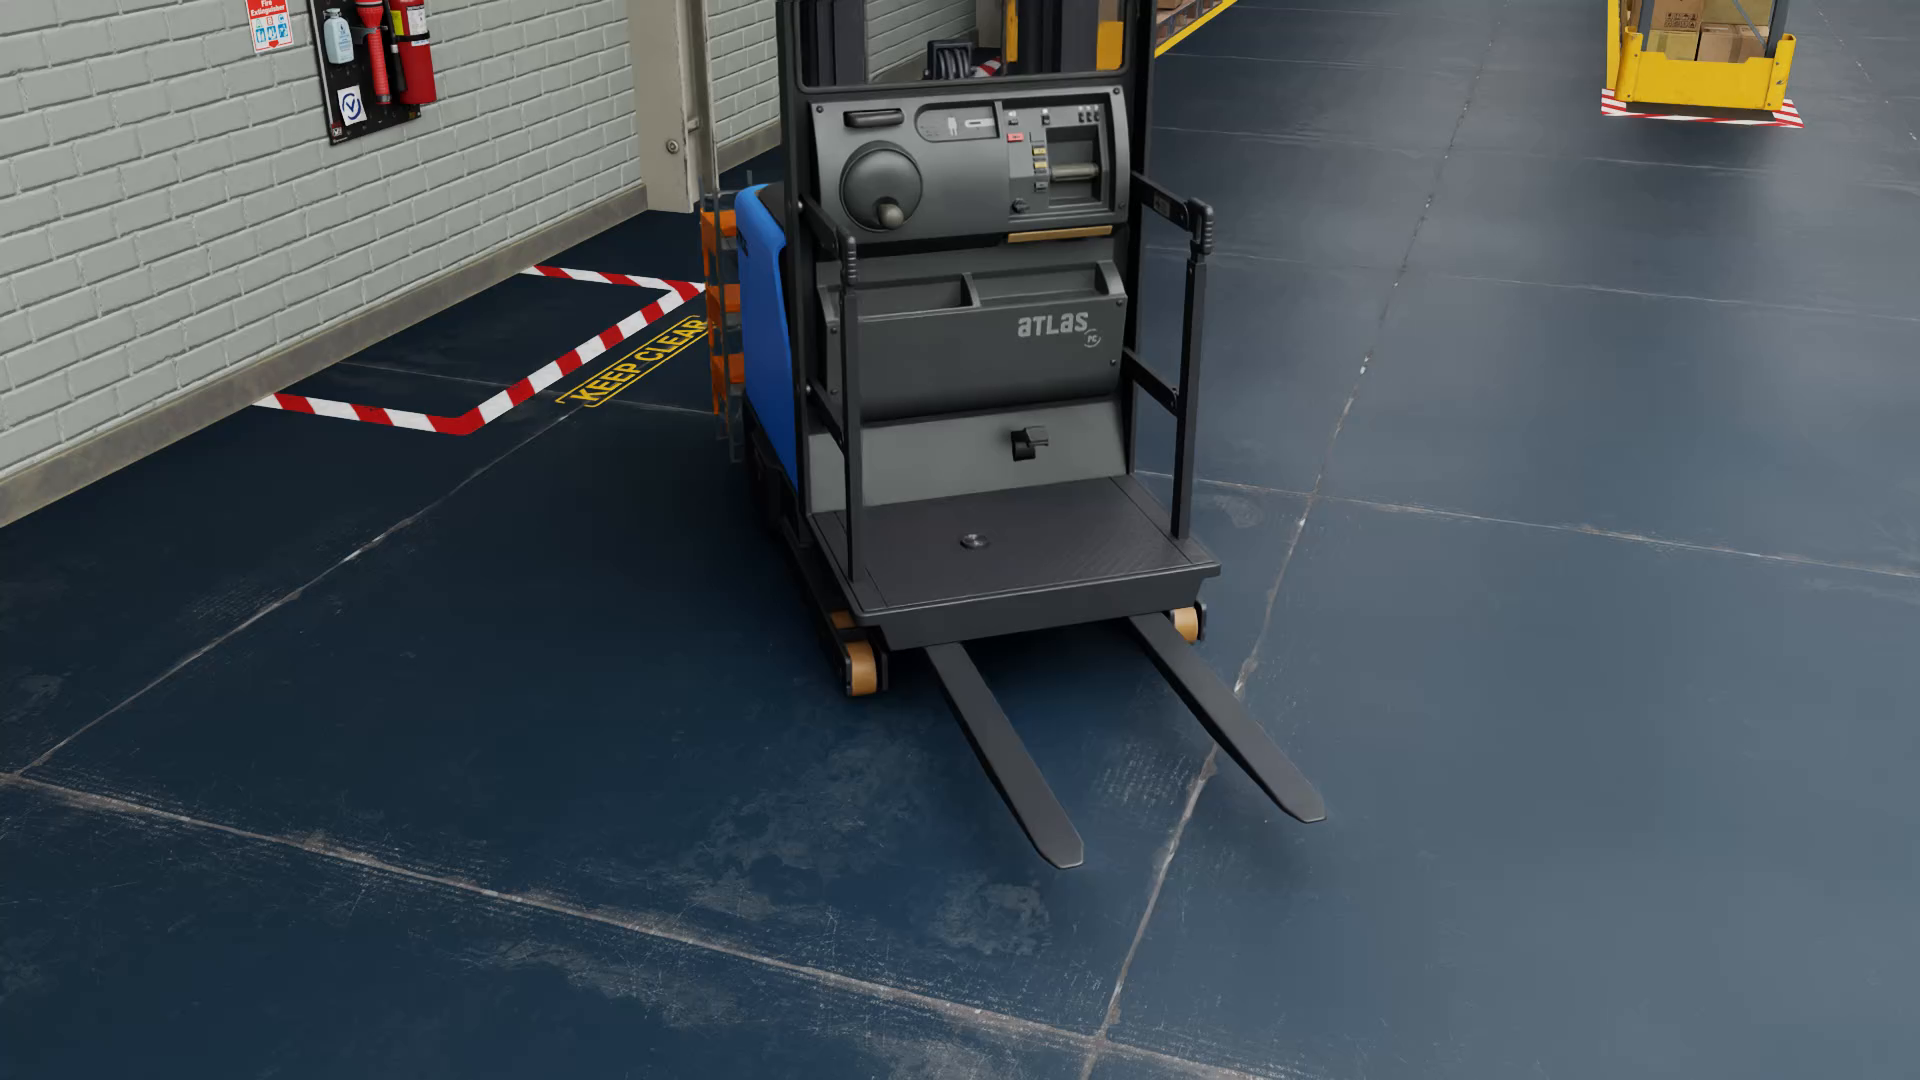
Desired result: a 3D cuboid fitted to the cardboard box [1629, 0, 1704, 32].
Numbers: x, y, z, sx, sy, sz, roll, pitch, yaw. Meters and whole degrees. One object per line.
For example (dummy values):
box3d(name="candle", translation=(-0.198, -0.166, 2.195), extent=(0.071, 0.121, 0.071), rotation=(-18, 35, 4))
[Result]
box3d(name="cardboard box", translation=(5.496, -4.243, 12.885), extent=(0.500, 0.500, 0.500), rotation=(9, 27, 17))

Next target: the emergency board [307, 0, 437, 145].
box3d(name="emergency board", translation=(-2.512, -2.345, 7.152), extent=(0.194, 1.169, 0.643), rotation=(9, 27, 17))

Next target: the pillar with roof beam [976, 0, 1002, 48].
box3d(name="pillar with roof beam", translation=(4.403, -7.897, 11.733), extent=(9.100, 9.000, 0.400), rotation=(9, 27, 17))

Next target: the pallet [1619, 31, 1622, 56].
box3d(name="pallet", translation=(6.221, -4.256, 14.298), extent=(1.003, 0.211, 1.213), rotation=(9, 27, 17))

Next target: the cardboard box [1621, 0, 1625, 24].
box3d(name="cardboard box", translation=(6.147, -4.730, 14.751), extent=(0.500, 0.250, 0.500), rotation=(9, 27, 17))

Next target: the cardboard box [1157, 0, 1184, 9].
box3d(name="cardboard box", translation=(1.722, -5.281, 15.578), extent=(0.700, 0.500, 0.500), rotation=(7, 27, 14))

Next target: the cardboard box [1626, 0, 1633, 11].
box3d(name="cardboard box", translation=(5.815, -4.657, 13.738), extent=(0.500, 0.500, 0.500), rotation=(9, 27, 17))

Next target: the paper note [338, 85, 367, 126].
box3d(name="paper note", translation=(-2.636, -1.886, 7.214), extent=(0.016, 0.148, 0.142), rotation=(9, 27, 17))

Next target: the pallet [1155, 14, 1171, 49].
box3d(name="pallet", translation=(1.255, -4.513, 14.828), extent=(1.003, 0.211, 1.213), rotation=(9, 27, 17))

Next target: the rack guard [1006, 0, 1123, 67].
box3d(name="rack guard", translation=(0.951, -4.314, 14.086), extent=(1.175, 0.500, 0.348), rotation=(9, 27, 17))

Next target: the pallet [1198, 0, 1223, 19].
box3d(name="pallet", translation=(2.067, -5.515, 16.899), extent=(1.003, 0.211, 1.213), rotation=(9, 27, 17))

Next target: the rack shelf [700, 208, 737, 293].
box3d(name="rack shelf", translation=(-0.826, -1.081, 6.152), extent=(0.215, 0.259, 0.240), rotation=(-9, 27, -18))

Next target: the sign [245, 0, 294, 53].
box3d(name="sign", translation=(-2.793, -2.149, 6.705), extent=(0.001, 0.329, 0.234), rotation=(9, 27, 17))

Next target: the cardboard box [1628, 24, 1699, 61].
box3d(name="cardboard box", translation=(5.498, -3.906, 13.048), extent=(0.500, 0.250, 0.500), rotation=(9, 27, 17))

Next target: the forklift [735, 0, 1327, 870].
box3d(name="forklift", translation=(0.104, -1.057, 4.570), extent=(1.130, 2.935, 3.031), rotation=(-7, 27, -15))

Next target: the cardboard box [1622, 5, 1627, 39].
box3d(name="cardboard box", translation=(5.818, -4.319, 13.901), extent=(0.500, 0.250, 0.500), rotation=(9, 27, 17))

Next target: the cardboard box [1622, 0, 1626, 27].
box3d(name="cardboard box", translation=(5.986, -4.524, 14.325), extent=(0.500, 0.250, 0.500), rotation=(9, 27, 17))

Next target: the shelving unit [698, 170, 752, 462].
box3d(name="shelving unit", translation=(-0.826, -0.836, 6.271), extent=(0.215, 1.050, 0.252), rotation=(-9, 27, -18))

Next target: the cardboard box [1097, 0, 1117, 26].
box3d(name="cardboard box", translation=(1.241, -4.667, 14.527), extent=(0.500, 0.311, 0.500), rotation=(6, 26, 12))

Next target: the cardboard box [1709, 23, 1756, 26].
box3d(name="cardboard box", translation=(6.150, -4.037, 13.318), extent=(0.500, 0.250, 0.500), rotation=(9, 27, 17))

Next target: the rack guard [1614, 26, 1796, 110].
box3d(name="rack guard", translation=(5.591, -3.556, 12.521), extent=(1.175, 0.500, 0.348), rotation=(9, 27, 17))

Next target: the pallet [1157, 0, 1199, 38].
box3d(name="pallet", translation=(1.663, -5.012, 15.860), extent=(1.003, 0.211, 1.213), rotation=(9, 27, 17))

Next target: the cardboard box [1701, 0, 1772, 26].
box3d(name="cardboard box", translation=(6.151, -4.374, 13.154), extent=(0.500, 0.500, 0.500), rotation=(9, 27, 17))

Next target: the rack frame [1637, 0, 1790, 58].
box3d(name="rack frame", translation=(5.599, -4.691, 11.996), extent=(1.000, 3.000, 0.127), rotation=(9, 27, 17))

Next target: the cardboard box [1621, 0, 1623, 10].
box3d(name="cardboard box", translation=(6.318, -4.935, 15.174), extent=(0.500, 0.250, 0.500), rotation=(9, 27, 17))

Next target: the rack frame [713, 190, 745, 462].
box3d(name="rack frame", translation=(-0.784, -0.786, 6.168), extent=(0.200, 1.050, 0.008), rotation=(-9, 27, -18))

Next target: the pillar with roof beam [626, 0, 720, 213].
box3d(name="pillar with roof beam", translation=(2.406, -5.431, 6.641), extent=(9.100, 9.000, 0.400), rotation=(9, 27, 17))

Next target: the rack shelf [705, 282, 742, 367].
box3d(name="rack shelf", translation=(-0.826, -0.826, 6.276), extent=(0.215, 0.259, 0.240), rotation=(-9, 27, -18))

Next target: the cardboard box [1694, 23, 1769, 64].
box3d(name="cardboard box", translation=(5.987, -3.831, 12.893), extent=(0.500, 0.250, 0.500), rotation=(9, 27, 17))

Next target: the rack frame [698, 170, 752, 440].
box3d(name="rack frame", translation=(-0.869, -0.885, 6.374), extent=(0.200, 1.050, 0.008), rotation=(-9, 27, -18))

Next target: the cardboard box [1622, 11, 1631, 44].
box3d(name="cardboard box", translation=(5.654, -4.113, 13.476), extent=(0.500, 0.250, 0.500), rotation=(9, 27, 17))

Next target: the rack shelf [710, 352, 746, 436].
box3d(name="rack shelf", translation=(-0.826, -0.576, 6.397), extent=(0.215, 0.259, 0.240), rotation=(-9, 27, -18))

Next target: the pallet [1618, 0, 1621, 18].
box3d(name="pallet", translation=(7.138, -5.388, 16.636), extent=(1.003, 0.211, 1.213), rotation=(9, 27, 17))

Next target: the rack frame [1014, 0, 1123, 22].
box3d(name="rack frame", translation=(0.926, -5.408, 13.477), extent=(1.000, 3.000, 0.127), rotation=(9, 27, 17))

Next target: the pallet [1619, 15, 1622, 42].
box3d(name="pallet", translation=(6.626, -4.759, 15.337), extent=(1.003, 0.211, 1.213), rotation=(9, 27, 17))
